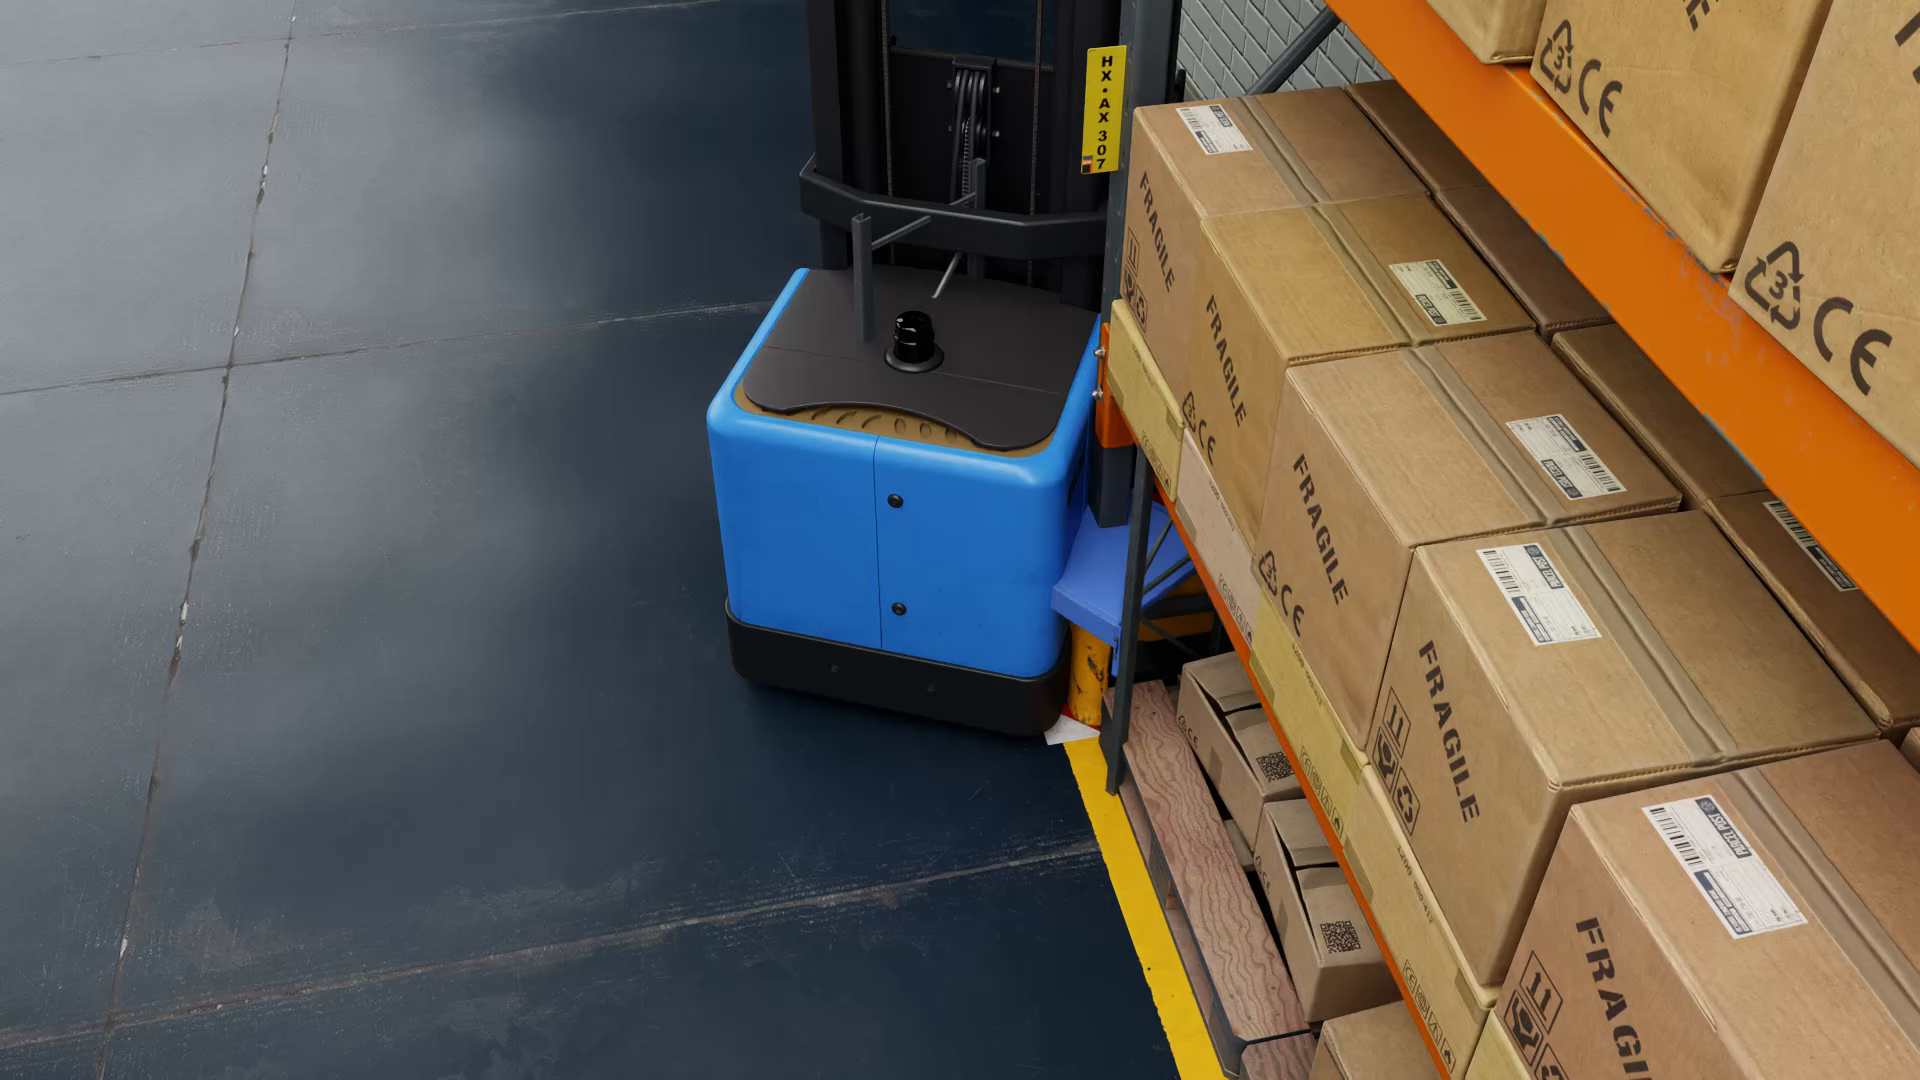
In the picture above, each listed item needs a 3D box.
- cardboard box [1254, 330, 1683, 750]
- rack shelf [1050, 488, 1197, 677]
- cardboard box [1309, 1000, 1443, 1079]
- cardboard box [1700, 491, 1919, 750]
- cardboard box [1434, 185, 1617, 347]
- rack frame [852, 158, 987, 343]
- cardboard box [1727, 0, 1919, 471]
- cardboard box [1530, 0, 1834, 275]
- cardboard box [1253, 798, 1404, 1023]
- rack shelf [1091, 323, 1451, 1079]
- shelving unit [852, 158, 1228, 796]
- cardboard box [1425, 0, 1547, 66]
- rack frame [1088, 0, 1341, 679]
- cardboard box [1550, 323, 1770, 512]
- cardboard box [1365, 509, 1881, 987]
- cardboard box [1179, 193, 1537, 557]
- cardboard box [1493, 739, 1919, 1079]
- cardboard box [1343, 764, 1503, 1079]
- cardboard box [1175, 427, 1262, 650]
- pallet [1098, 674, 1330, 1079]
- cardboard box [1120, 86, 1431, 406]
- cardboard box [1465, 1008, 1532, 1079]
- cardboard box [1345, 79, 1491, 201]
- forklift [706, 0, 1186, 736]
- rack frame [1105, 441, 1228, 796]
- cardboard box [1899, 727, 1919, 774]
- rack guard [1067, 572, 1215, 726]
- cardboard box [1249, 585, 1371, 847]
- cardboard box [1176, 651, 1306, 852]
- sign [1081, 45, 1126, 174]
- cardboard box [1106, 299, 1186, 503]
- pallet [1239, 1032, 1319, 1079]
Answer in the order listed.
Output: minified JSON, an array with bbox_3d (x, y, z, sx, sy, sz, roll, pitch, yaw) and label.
[{"bbox_3d":[0.890,-0.008,3.032,0.500,0.500,0.500,-10,42,-11],"label":"cardboard box"},{"bbox_3d":[0.252,-0.033,4.943,1.000,0.185,0.538,32,49,32],"label":"rack shelf"},{"bbox_3d":[1.172,1.298,3.580,0.700,0.500,0.500,-11,43,-12],"label":"cardboard box"},{"bbox_3d":[1.511,0.246,2.746,0.500,0.500,0.500,-8,42,-9],"label":"cardboard box"},{"bbox_3d":[1.286,-0.415,3.491,0.500,0.500,0.500,-8,42,-9],"label":"cardboard box"},{"bbox_3d":[-0.112,-0.399,5.097,0.032,1.500,0.500,32,49,32],"label":"rack frame"},{"bbox_3d":[1.138,-0.335,1.518,0.500,0.500,0.500,-10,43,-11],"label":"cardboard box"},{"bbox_3d":[1.039,-0.666,1.891,0.500,0.500,0.500,-6,42,-7],"label":"cardboard box"},{"bbox_3d":[1.062,0.886,4.186,0.500,0.311,0.500,-5,42,-6],"label":"cardboard box"},{"bbox_3d":[1.310,0.780,3.154,1.077,0.370,4.000,-8,42,-9],"label":"rack shelf"},{"bbox_3d":[0.253,-0.171,4.827,1.048,1.500,0.538,32,49,32],"label":"shelving unit"},{"bbox_3d":[0.903,-1.011,2.279,0.500,0.500,0.500,-7,42,-7],"label":"cardboard box"},{"bbox_3d":[0.878,-0.786,4.376,1.000,3.000,0.127,-8,42,-9],"label":"rack frame"},{"bbox_3d":[1.402,-0.080,3.114,0.500,0.500,0.500,-9,42,-10],"label":"cardboard box"},{"bbox_3d":[1.013,0.325,2.657,0.500,0.500,0.500,-7,42,-8],"label":"cardboard box"},{"bbox_3d":[0.784,-0.343,3.410,0.500,0.500,0.500,-8,42,-9],"label":"cardboard box"},{"bbox_3d":[1.126,0.662,2.277,0.500,0.500,0.500,-9,42,-11],"label":"cardboard box"},{"bbox_3d":[1.010,0.618,2.892,0.500,0.250,0.500,-8,42,-9],"label":"cardboard box"},{"bbox_3d":[0.799,-0.041,3.634,0.500,0.250,0.500,-10,42,-11],"label":"cardboard box"},{"bbox_3d":[1.035,0.838,4.647,1.003,0.211,1.213,-8,42,-9],"label":"pallet"},{"bbox_3d":[0.687,-0.665,3.773,0.500,0.500,0.500,-8,42,-9],"label":"cardboard box"},{"bbox_3d":[1.120,0.944,2.525,0.500,0.250,0.500,-9,42,-10],"label":"cardboard box"},{"bbox_3d":[1.187,-0.743,3.860,0.500,0.500,0.500,-9,42,-10],"label":"cardboard box"},{"bbox_3d":[0.166,-1.499,5.231,1.130,2.935,3.031,10,43,11],"label":"forklift"},{"bbox_3d":[0.618,0.058,4.558,0.032,1.500,0.500,32,49,32],"label":"rack frame"},{"bbox_3d":[1.634,0.581,2.369,0.500,0.500,0.500,-7,42,-8],"label":"cardboard box"},{"bbox_3d":[0.894,0.198,5.150,1.175,0.500,0.348,-8,42,-9],"label":"rack guard"},{"bbox_3d":[0.903,0.290,3.262,0.500,0.250,0.500,-9,42,-10],"label":"cardboard box"},{"bbox_3d":[0.939,0.517,4.603,0.500,0.311,0.500,-13,43,-14],"label":"cardboard box"},{"bbox_3d":[0.348,-1.032,4.001,0.100,0.325,0.005,-8,42,-9],"label":"sign"},{"bbox_3d":[0.673,-0.375,4.011,0.500,0.250,0.500,-9,42,-11],"label":"cardboard box"},{"bbox_3d":[1.295,1.627,3.758,1.003,0.211,1.213,-8,42,-9],"label":"pallet"}]
